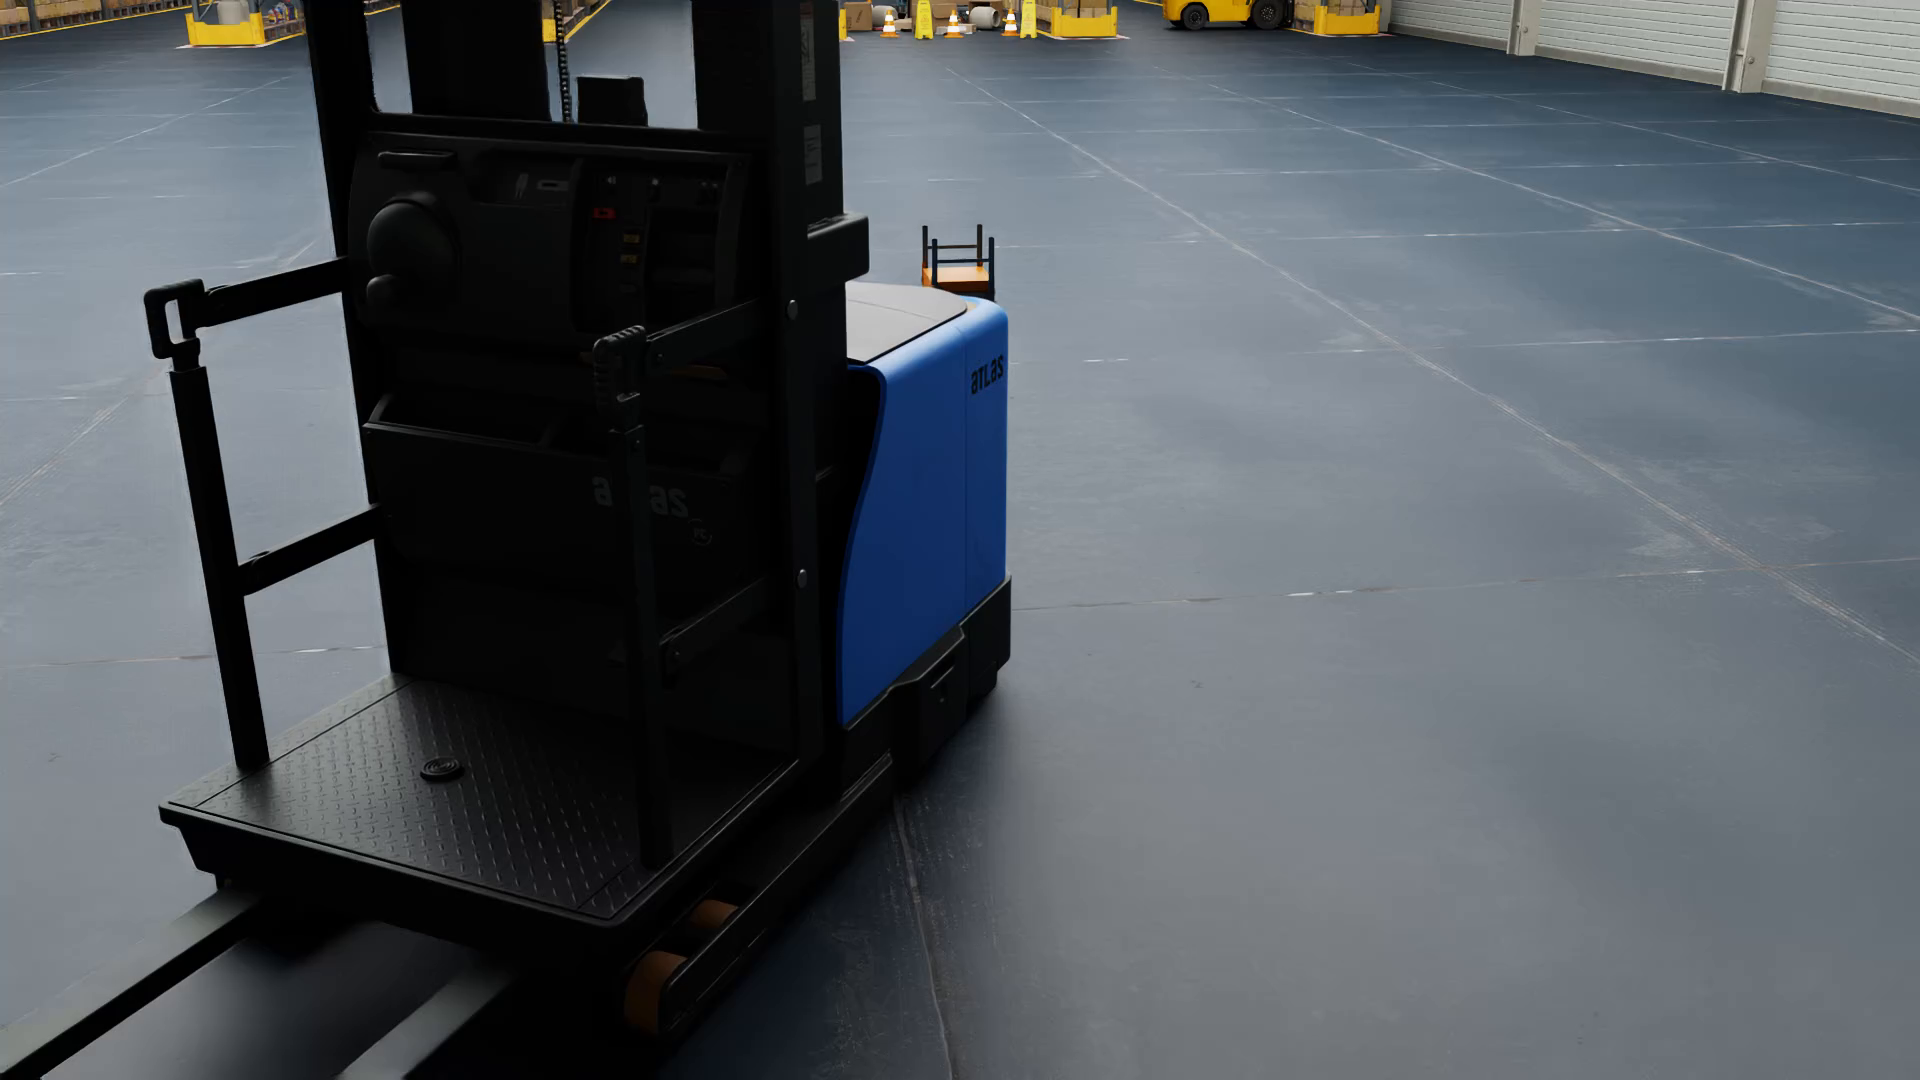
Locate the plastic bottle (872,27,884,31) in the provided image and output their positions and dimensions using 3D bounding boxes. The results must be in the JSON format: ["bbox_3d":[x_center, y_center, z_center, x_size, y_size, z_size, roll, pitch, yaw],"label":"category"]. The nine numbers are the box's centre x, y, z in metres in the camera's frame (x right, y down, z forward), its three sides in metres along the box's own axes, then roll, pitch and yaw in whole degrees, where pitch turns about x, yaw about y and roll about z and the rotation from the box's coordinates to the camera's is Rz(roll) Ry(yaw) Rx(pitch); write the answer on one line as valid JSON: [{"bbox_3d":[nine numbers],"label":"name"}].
[{"bbox_3d":[-1.519,-9.767,31.778,0.283,0.061,0.133,-11,23,-26],"label":"plastic bottle"}]

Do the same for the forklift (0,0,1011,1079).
[{"bbox_3d":[-0.910,-0.591,3.109,1.130,2.935,3.031,9,22,22],"label":"forklift"}]

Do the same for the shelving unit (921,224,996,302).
[{"bbox_3d":[-0.008,-0.510,5.582,0.215,1.050,0.252,-3,21,-8],"label":"shelving unit"}]

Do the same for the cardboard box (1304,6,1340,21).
[{"bbox_3d":[6.804,-9.901,31.269,0.500,0.250,0.500,-3,21,-7],"label":"cardboard box"}]

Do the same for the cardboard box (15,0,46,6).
[{"bbox_3d":[-17.726,-10.308,31.557,0.500,0.311,0.500,-3,21,-8],"label":"cardboard box"}]

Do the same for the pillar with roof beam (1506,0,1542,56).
[{"bbox_3d":[4.581,-11.648,24.043,9.100,9.000,0.400,-3,21,-8],"label":"pillar with roof beam"}]

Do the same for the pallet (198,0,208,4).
[{"bbox_3d":[-19.516,-13.527,41.633,1.003,0.211,1.213,-3,21,-8],"label":"pallet"}]

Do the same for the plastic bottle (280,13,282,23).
[{"bbox_3d":[-12.465,-9.571,30.425,0.097,0.201,0.097,0,20,0],"label":"plastic bottle"}]

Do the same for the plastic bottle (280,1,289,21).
[{"bbox_3d":[-12.559,-9.808,30.847,0.144,0.351,0.185,-3,21,-8],"label":"plastic bottle"}]

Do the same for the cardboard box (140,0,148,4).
[{"bbox_3d":[-18.577,-12.285,37.264,0.500,0.500,0.500,-3,21,-7],"label":"cardboard box"}]

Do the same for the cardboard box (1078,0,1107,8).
[{"bbox_3d":[2.427,-10.156,30.878,0.500,0.500,0.500,-4,21,-10],"label":"cardboard box"}]

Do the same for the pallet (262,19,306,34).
[{"bbox_3d":[-12.955,-9.689,31.355,1.003,0.211,1.213,-3,21,-8],"label":"pallet"}]

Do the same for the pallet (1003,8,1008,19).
[{"bbox_3d":[1.404,-11.366,35.846,1.003,0.211,1.213,-3,21,-8],"label":"pallet"}]

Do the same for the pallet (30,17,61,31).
[{"bbox_3d":[-18.058,-9.928,31.996,1.003,0.211,1.213,-3,21,-8],"label":"pallet"}]

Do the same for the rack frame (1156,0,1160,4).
[{"bbox_3d":[5.455,-15.001,41.593,1.000,3.000,0.127,-3,21,-8],"label":"rack frame"}]

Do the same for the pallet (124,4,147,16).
[{"bbox_3d":[-18.732,-11.742,36.852,1.003,0.211,1.213,-3,21,-8],"label":"pallet"}]

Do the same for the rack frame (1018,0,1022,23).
[{"bbox_3d":[1.697,-11.979,33.503,1.000,3.000,0.127,-3,21,-8],"label":"rack frame"}]

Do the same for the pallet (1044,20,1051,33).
[{"bbox_3d":[2.180,-9.597,31.111,1.003,0.211,1.213,-3,21,-8],"label":"pallet"}]

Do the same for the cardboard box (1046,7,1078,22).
[{"bbox_3d":[1.887,-9.778,30.938,0.500,0.250,0.500,-3,21,-8],"label":"cardboard box"}]

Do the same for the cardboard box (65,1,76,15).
[{"bbox_3d":[-17.948,-10.574,33.071,0.500,0.250,0.500,-3,21,-7],"label":"cardboard box"}]

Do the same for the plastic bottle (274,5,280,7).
[{"bbox_3d":[-12.748,-9.869,31.116,0.152,0.276,0.135,-3,21,-8],"label":"plastic bottle"}]

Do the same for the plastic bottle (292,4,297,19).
[{"bbox_3d":[-12.615,-10.013,31.493,0.061,0.283,0.133,-2,21,-5],"label":"plastic bottle"}]

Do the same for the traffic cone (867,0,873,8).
[{"bbox_3d":[-1.886,-11.047,34.632,0.336,0.463,0.334,-3,21,-8],"label":"traffic cone"}]

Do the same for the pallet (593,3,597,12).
[{"bbox_3d":[-8.898,-12.256,38.230,1.003,0.211,1.213,-3,21,-8],"label":"pallet"}]

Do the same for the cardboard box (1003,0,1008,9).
[{"bbox_3d":[1.410,-11.616,35.685,0.950,0.372,0.625,-2,21,-6],"label":"cardboard box"}]

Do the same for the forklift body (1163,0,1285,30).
[{"bbox_3d":[5.106,-11.013,32.129,2.313,2.155,1.214,-3,21,-8],"label":"forklift body"}]

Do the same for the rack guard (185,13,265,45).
[{"bbox_3d":[-12.492,-8.698,28.289,1.175,0.500,0.348,-3,21,-8],"label":"rack guard"}]

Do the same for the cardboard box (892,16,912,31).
[{"bbox_3d":[-1.117,-9.912,31.874,0.396,0.266,0.258,1,20,2],"label":"cardboard box"}]

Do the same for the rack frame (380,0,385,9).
[{"bbox_3d":[-14.164,-14.000,38.912,1.000,3.000,0.127,-3,21,-8],"label":"rack frame"}]

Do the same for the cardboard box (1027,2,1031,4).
[{"bbox_3d":[1.603,-10.486,32.834,0.500,0.250,0.500,-2,21,-5],"label":"cardboard box"}]

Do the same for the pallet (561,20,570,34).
[{"bbox_3d":[-7.799,-9.519,30.901,1.003,0.211,1.213,-3,21,-8],"label":"pallet"}]

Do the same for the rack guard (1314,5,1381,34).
[{"bbox_3d":[7.188,-9.667,30.884,1.175,0.500,0.348,-3,21,-8],"label":"rack guard"}]

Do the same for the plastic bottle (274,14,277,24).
[{"bbox_3d":[-12.402,-9.419,30.019,0.097,0.201,0.097,0,20,0],"label":"plastic bottle"}]

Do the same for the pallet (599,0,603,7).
[{"bbox_3d":[-9.295,-13.210,40.784,1.003,0.211,1.213,-3,21,-8],"label":"pallet"}]

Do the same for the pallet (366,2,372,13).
[{"bbox_3d":[-13.915,-12.001,37.545,1.003,0.211,1.213,-3,21,-8],"label":"pallet"}]

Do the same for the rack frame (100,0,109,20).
[{"bbox_3d":[-18.490,-12.366,34.538,1.000,3.000,0.127,-3,21,-8],"label":"rack frame"}]

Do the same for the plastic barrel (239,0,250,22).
[{"bbox_3d":[-12.677,-9.274,29.214,0.421,0.512,0.421,0,20,0],"label":"plastic barrel"}]

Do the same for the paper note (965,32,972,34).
[{"bbox_3d":[0.167,-9.430,30.922,0.148,0.019,0.142,-11,23,-26],"label":"paper note"}]

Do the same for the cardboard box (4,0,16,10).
[{"bbox_3d":[-17.569,-9.918,30.241,0.500,0.500,0.500,-3,21,-8],"label":"cardboard box"}]

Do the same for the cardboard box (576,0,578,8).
[{"bbox_3d":[-8.570,-11.669,35.615,0.700,0.500,0.500,-4,21,-11],"label":"cardboard box"}]

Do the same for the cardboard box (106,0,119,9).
[{"bbox_3d":[-18.272,-11.573,35.359,0.500,0.500,0.500,-2,21,-5],"label":"cardboard box"}]

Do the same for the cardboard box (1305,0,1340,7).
[{"bbox_3d":[6.805,-10.142,31.198,0.500,0.250,0.500,-3,21,-8],"label":"cardboard box"}]

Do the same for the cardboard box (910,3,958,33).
[{"bbox_3d":[-0.485,-9.905,31.518,0.637,0.503,0.797,17,27,39],"label":"cardboard box"}]

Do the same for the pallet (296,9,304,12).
[{"bbox_3d":[-13.514,-11.038,34.968,1.003,0.211,1.213,-3,21,-8],"label":"pallet"}]
